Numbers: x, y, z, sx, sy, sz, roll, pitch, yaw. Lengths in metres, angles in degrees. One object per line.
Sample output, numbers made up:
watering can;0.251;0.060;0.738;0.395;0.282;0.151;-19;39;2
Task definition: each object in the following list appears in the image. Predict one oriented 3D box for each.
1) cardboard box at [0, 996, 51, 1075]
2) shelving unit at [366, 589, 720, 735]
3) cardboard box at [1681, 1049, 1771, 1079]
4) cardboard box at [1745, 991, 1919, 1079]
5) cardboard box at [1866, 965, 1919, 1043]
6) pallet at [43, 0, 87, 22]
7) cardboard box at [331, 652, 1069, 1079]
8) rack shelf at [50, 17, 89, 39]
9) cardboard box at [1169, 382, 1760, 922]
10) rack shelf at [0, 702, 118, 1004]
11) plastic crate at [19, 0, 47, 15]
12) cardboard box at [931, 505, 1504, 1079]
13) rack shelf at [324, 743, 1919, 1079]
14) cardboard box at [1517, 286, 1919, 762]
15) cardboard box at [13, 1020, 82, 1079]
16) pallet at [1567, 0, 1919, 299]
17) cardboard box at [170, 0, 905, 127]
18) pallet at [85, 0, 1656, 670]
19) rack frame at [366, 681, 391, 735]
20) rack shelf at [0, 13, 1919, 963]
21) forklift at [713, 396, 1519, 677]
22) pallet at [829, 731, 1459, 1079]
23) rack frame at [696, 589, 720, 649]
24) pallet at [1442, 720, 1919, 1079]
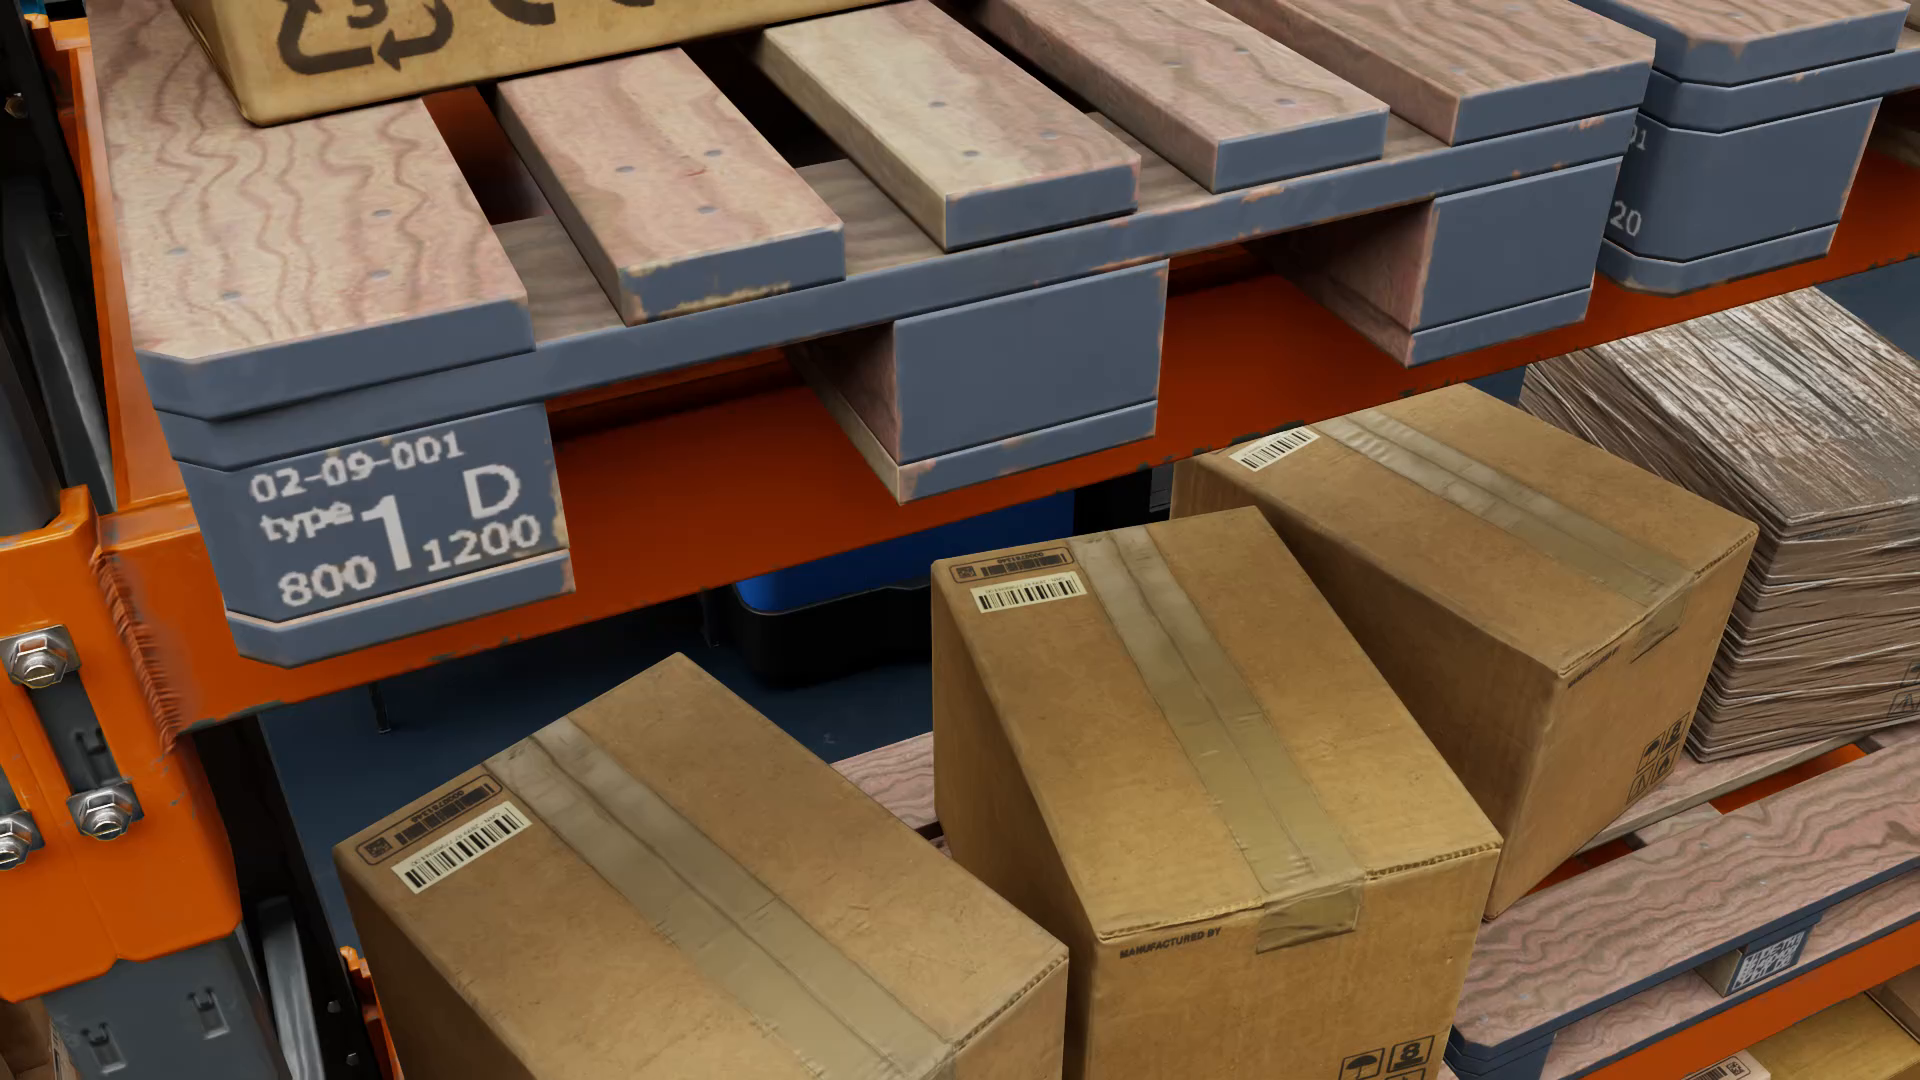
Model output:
cardboard box;-1.372;0.328;1.866;0.500;0.500;0.500;-15;39;-19
shelving unit;-1.345;-0.279;4.868;1.048;1.500;0.538;-14;39;-18
cardboard box;1.075;0.957;3.041;0.500;0.250;0.500;-16;40;-21
cardboard box;1.580;1.111;3.463;0.500;0.500;0.500;-17;40;-22
cardboard box;1.999;0.696;3.394;0.500;0.250;0.500;-14;39;-18
pallet;-5.753;-3.271;9.982;1.213;0.211;1.003;-16;39;-20
cardboard box;-0.302;0.594;1.995;0.500;0.500;0.700;-30;46;-34
rack shelf;-4.737;-1.075;5.285;4.000;0.370;1.077;-16;39;-20
cardboard box;0.747;0.113;2.643;0.500;0.500;0.700;-26;44;-31
rack shelf;-2.636;0.393;0.789;4.000;0.370;1.077;-16;39;-20
plastic crate;-3.205;-1.585;5.333;0.575;0.384;0.392;-16;39;-20
cardboard box;0.294;0.386;2.275;0.500;0.500;0.700;-10;38;-13
rack shelf;0.985;0.585;3.047;4.000;0.370;1.077;-16;39;-20
cardboard box;1.364;-0.070;2.890;0.500;0.500;0.700;-9;37;-11
cardboard box;-1.403;0.744;2.145;0.500;0.500;0.500;-15;39;-19
pallet;0.732;-0.718;1.840;1.003;0.211;1.213;-16;39;-20
cardboard box;-0.338;-0.739;1.190;0.600;0.600;0.600;-19;41;-24
pallet;-0.205;-0.454;1.484;1.003;0.211;1.213;-16;39;-20
rack frame;-1.814;-0.162;4.710;0.032;1.500;0.500;-14;39;-18
rack shelf;0.985;-0.620;2.154;4.000;0.370;1.077;-16;39;-20
forklift;0.577;-1.321;5.070;3.031;2.935;1.130;-14;39;-18
pallet;-0.056;0.736;2.401;1.213;0.211;1.003;-16;39;-20
rack frame;-0.876;-0.397;5.026;0.032;1.500;0.500;-14;39;-18
pallet;1.037;0.362;2.906;1.213;0.211;1.003;-16;39;-20
